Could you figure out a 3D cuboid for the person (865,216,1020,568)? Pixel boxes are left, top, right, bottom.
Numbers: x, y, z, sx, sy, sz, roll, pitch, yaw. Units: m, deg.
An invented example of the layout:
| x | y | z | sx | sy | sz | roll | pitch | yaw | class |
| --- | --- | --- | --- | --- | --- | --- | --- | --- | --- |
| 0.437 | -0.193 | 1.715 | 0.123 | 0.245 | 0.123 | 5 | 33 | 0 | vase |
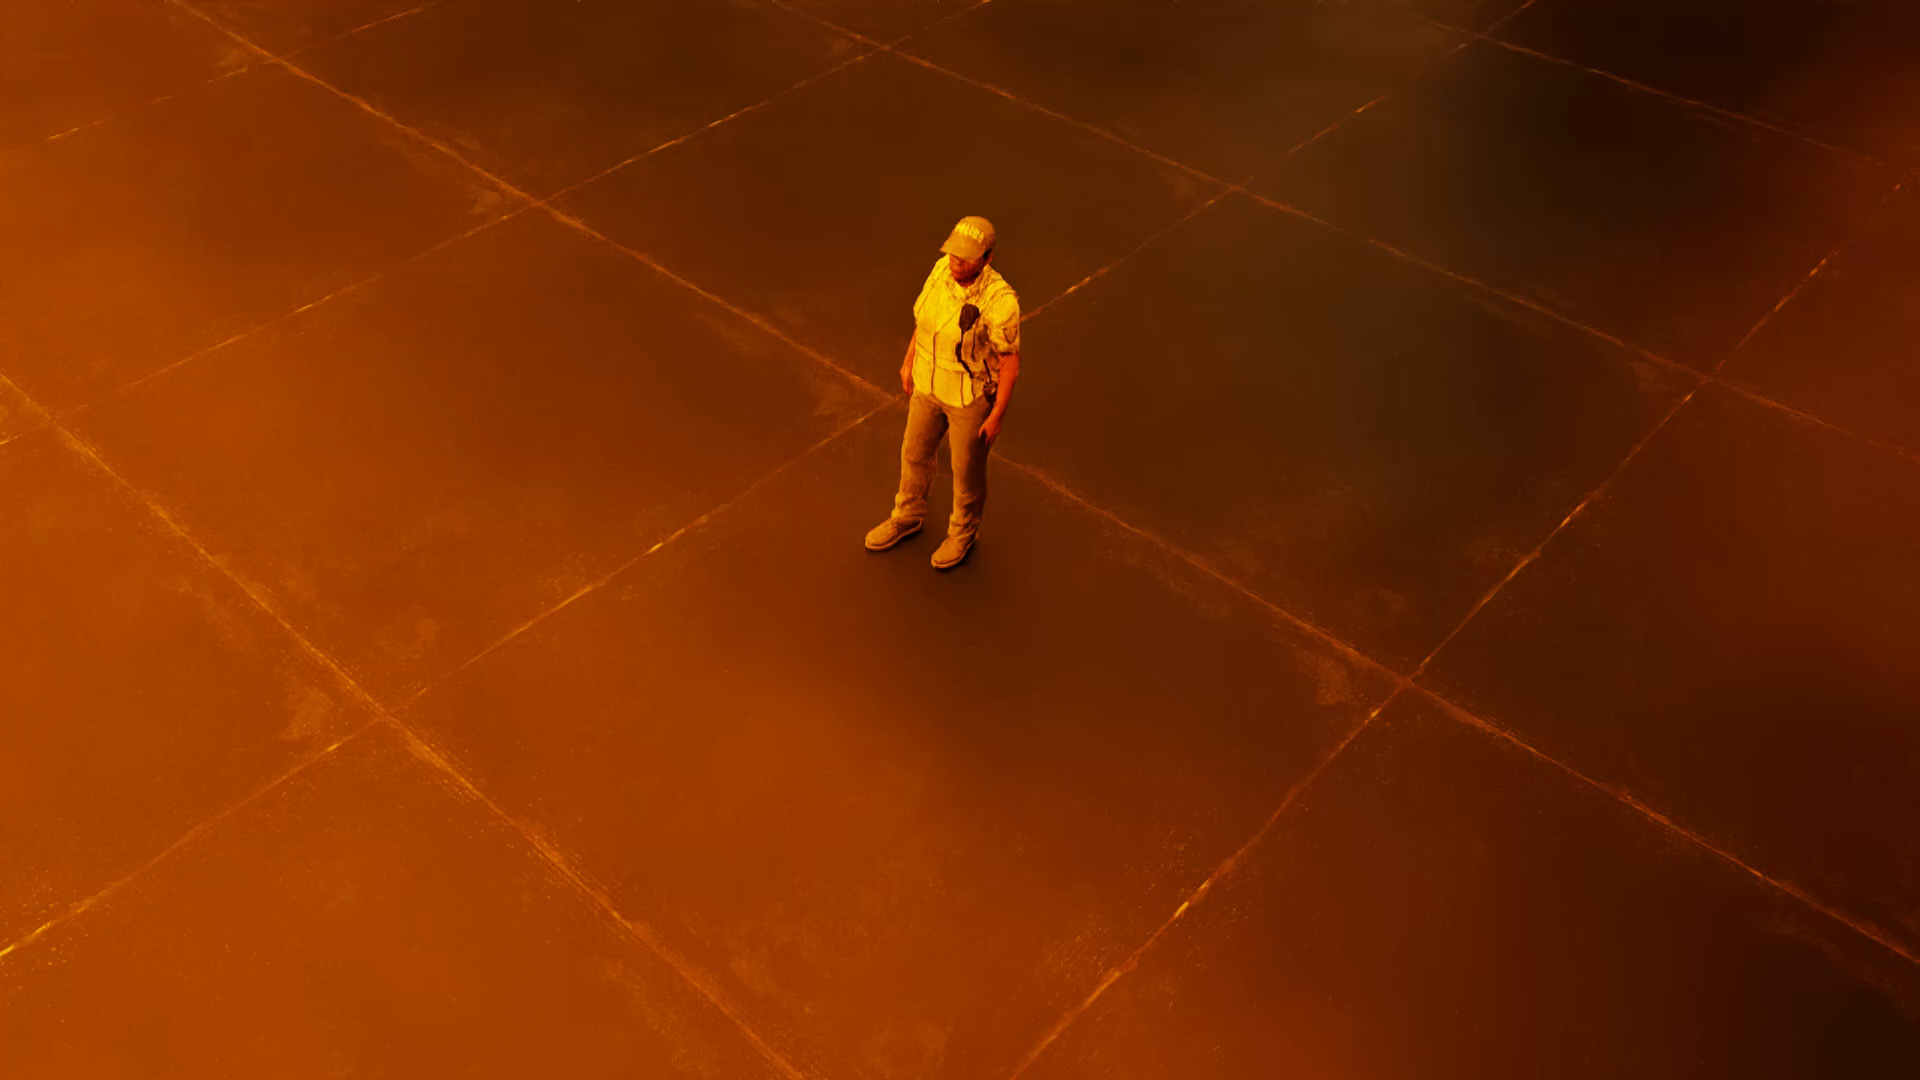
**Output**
| x | y | z | sx | sy | sz | roll | pitch | yaw | class |
| --- | --- | --- | --- | --- | --- | --- | --- | --- | --- |
| -0.069 | -0.611 | 7.101 | 0.598 | 1.669 | 0.529 | 31 | 49 | 31 | person |
